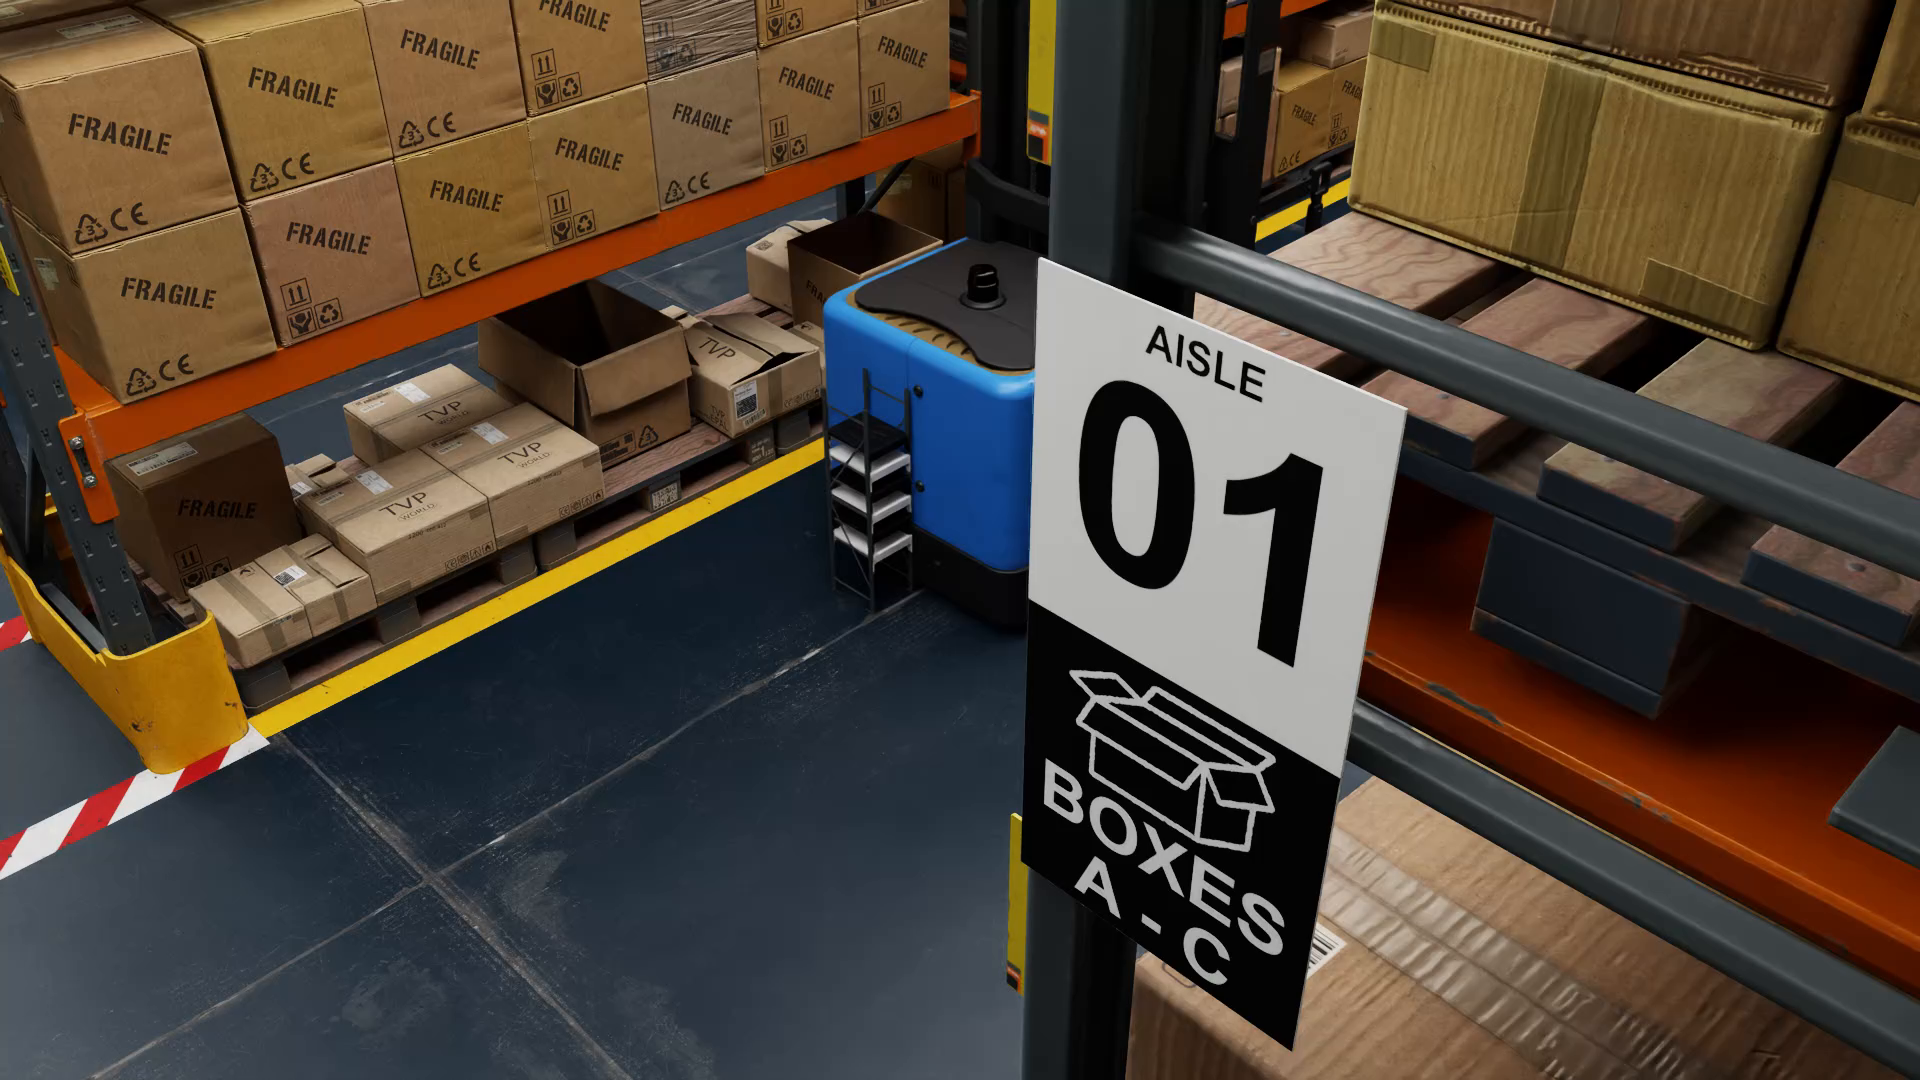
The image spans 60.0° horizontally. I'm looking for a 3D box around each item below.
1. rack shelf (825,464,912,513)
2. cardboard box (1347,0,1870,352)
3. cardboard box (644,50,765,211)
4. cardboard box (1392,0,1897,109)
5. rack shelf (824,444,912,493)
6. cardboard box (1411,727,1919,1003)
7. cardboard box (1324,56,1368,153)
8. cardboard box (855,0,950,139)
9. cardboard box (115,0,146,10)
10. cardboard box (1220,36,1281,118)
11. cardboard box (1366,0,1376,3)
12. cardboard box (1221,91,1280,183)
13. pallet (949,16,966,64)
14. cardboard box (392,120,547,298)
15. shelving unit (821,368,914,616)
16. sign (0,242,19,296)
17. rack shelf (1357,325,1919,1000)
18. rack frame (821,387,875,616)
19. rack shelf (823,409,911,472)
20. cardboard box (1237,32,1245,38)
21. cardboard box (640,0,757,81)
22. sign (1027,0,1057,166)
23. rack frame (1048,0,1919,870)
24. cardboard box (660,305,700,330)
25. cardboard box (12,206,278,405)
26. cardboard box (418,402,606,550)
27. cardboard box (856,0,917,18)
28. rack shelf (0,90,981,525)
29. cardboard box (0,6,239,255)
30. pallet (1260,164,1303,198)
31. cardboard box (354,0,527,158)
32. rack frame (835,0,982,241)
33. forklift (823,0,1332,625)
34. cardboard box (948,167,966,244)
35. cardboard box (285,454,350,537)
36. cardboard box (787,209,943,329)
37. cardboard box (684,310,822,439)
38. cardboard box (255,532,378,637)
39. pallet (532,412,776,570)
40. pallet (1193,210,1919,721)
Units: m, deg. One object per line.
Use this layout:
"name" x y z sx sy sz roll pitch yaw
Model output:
"rack shelf" -0.339 -0.218 6.176 0.258 0.077 0.200 29 44 35
"cardboard box" 0.805 -0.488 1.882 0.500 0.250 0.500 -28 44 -34
"cardboard box" -1.115 -1.636 6.386 0.500 0.500 0.500 -29 44 -35
"cardboard box" 0.799 -0.798 1.671 0.500 0.500 0.500 29 44 35
"rack shelf" -0.339 -0.291 6.125 0.258 0.077 0.200 29 44 35
"cardboard box" 1.334 0.664 2.913 0.980 0.700 0.700 29 44 35
"cardboard box" 2.103 -2.625 9.692 0.500 0.500 0.500 -28 44 -34
"cardboard box" -0.393 -2.055 6.987 0.500 0.500 0.500 -29 44 -35
"cardboard box" -2.567 -1.645 5.525 0.500 0.500 0.500 -29 44 -34
"cardboard box" 1.349 -2.491 8.845 0.500 0.250 0.500 29 44 35
"cardboard box" 2.790 -3.530 10.736 0.500 0.311 0.500 -29 44 -35
"cardboard box" 1.373 -2.200 9.082 0.500 0.500 0.500 28 43 34
"pallet" 0.418 -2.522 7.912 1.003 0.211 1.213 30 45 35
"cardboard box" -1.826 -1.226 5.798 0.500 0.500 0.500 29 44 35
"shelving unit" -0.339 -0.171 6.209 0.258 0.900 0.210 29 44 35
"sign" -2.656 -0.833 4.566 0.100 0.325 0.005 30 45 35
"rack shelf" 1.886 -0.449 2.778 1.077 0.370 4.000 30 45 35
"rack frame" -0.411 -0.129 6.149 0.240 0.900 0.006 29 44 35
"rack shelf" -0.339 -0.365 6.073 0.258 0.077 0.200 29 44 35
"cardboard box" 1.707 -2.815 9.965 0.500 0.500 0.500 28 44 34
"cardboard box" -1.109 -2.048 6.103 0.500 0.500 0.500 -30 44 -35
"sign" 0.102 -0.487 1.499 0.100 0.325 0.005 30 45 35
"rack frame" 0.477 -1.162 0.550 1.000 3.000 0.127 30 45 35
"cardboard box" -1.274 -0.900 7.511 0.380 0.166 0.250 30 45 35
"cardboard box" -2.541 -0.812 5.204 0.500 0.500 0.500 -29 44 -35
"cardboard box" -1.752 -0.262 6.522 0.500 0.250 0.500 30 45 35
"cardboard box" -0.395 -2.462 6.696 0.500 0.500 0.500 -30 45 -35
"rack shelf" -1.632 -1.213 6.497 1.077 0.370 4.000 30 45 35
"cardboard box" -2.541 -1.222 4.918 0.500 0.500 0.500 -28 44 -34
"pallet" 1.183 -2.020 9.462 1.003 0.211 1.213 30 45 35
"cardboard box" -1.822 -1.638 5.515 0.500 0.500 0.500 -29 44 -35
"rack frame" -0.222 -2.320 7.455 1.000 3.000 0.127 30 45 35
"forklift" 0.864 -1.630 6.525 1.130 2.935 3.031 29 44 35
"cardboard box" 0.291 -1.574 8.185 0.500 0.500 0.500 27 43 33
"cardboard box" -2.483 -0.163 6.454 0.380 0.166 0.250 30 45 35
"cardboard box" -0.423 -1.130 7.549 0.500 0.500 0.500 30 45 35
"cardboard box" -0.951 -0.748 7.166 0.500 0.311 0.500 30 45 35
"cardboard box" -2.326 0.152 6.002 0.380 0.166 0.250 30 45 35
"pallet" -1.567 -0.400 7.140 1.003 0.211 1.213 30 45 35
"pallet" 0.992 -0.201 1.871 1.003 0.211 1.213 30 45 35
